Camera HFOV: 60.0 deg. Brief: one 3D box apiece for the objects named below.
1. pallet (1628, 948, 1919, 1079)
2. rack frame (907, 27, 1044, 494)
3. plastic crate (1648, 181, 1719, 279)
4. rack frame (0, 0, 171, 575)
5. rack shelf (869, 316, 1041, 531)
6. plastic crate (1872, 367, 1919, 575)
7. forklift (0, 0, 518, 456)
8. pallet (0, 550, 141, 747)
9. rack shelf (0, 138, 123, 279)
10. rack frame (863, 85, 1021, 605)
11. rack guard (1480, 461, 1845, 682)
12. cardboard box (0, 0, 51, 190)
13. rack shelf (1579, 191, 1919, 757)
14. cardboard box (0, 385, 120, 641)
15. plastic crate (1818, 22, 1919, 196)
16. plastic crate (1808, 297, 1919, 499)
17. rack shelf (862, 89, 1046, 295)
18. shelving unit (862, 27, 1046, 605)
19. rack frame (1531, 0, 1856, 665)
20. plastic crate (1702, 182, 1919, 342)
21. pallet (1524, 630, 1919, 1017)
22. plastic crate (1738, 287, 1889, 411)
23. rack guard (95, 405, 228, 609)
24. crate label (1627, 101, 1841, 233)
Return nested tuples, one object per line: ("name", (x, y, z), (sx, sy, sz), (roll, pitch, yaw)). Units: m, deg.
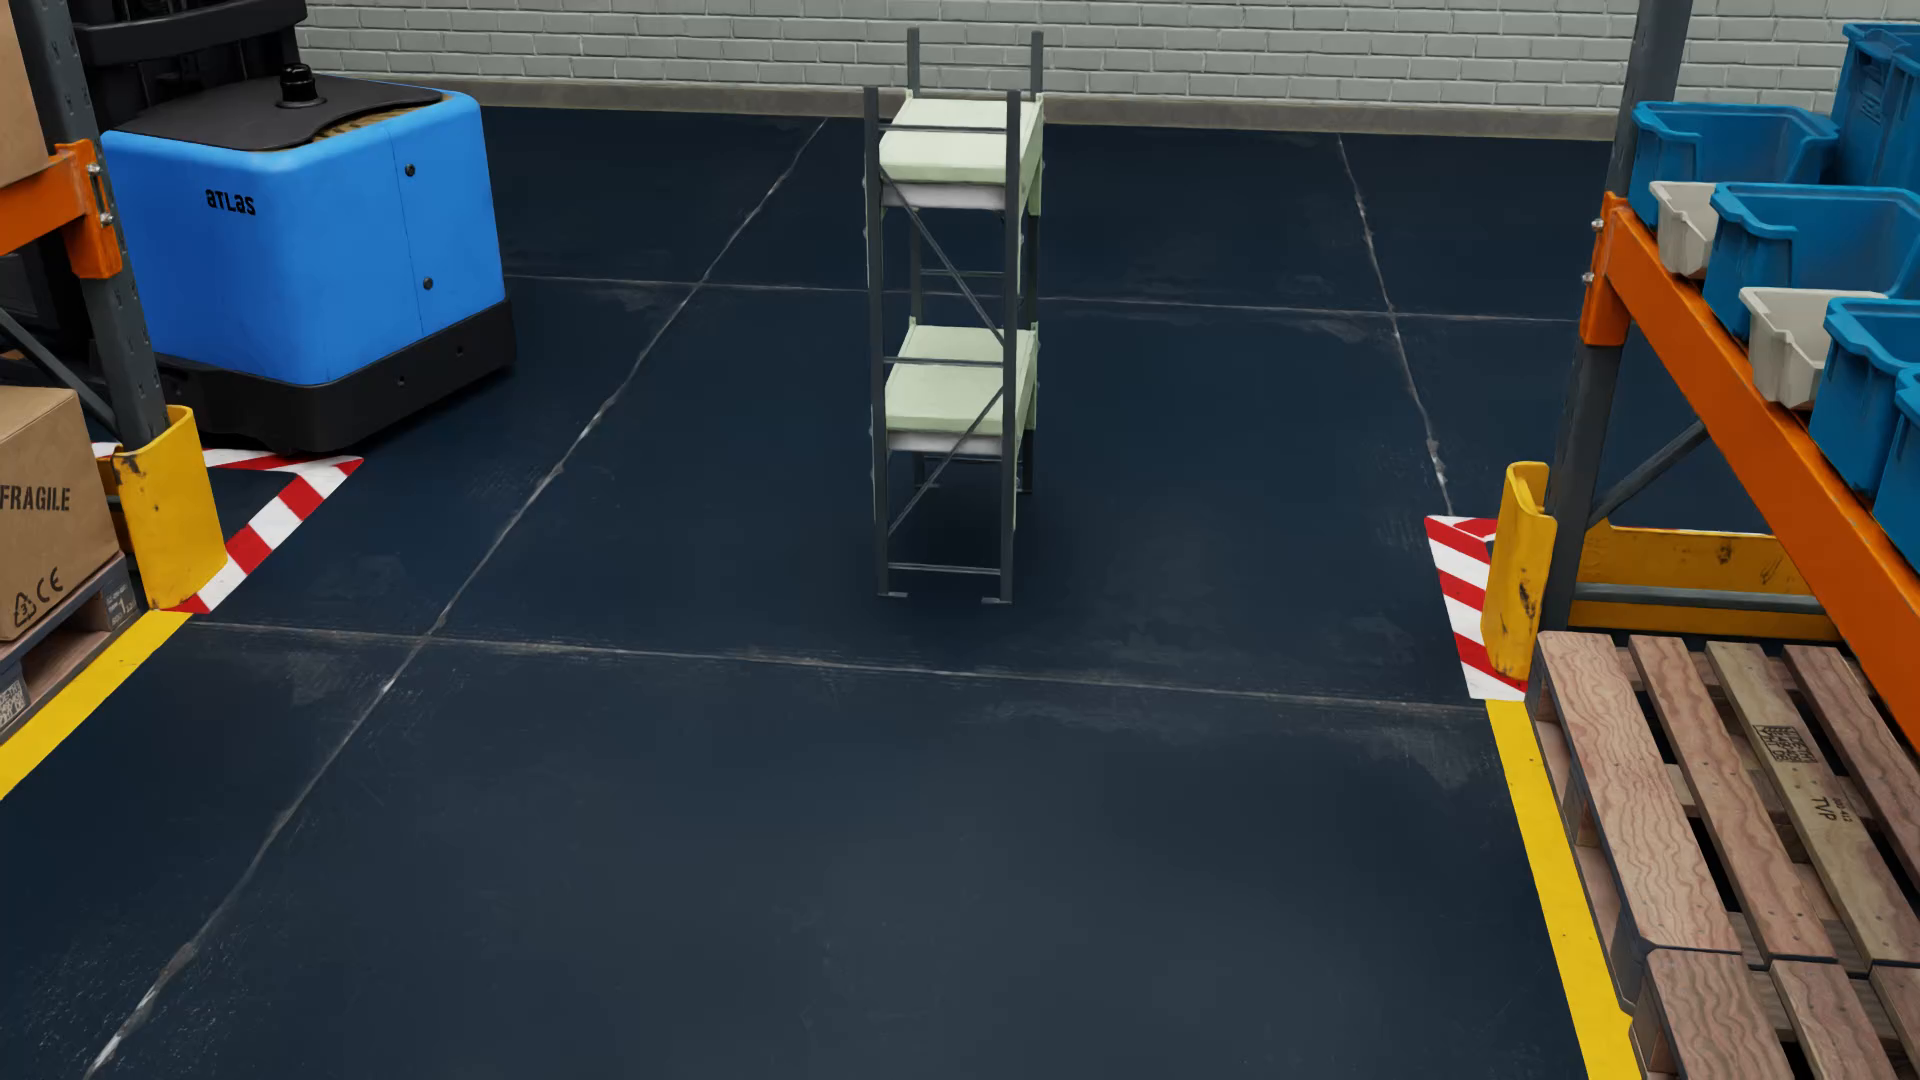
("pallet", (1.783, 1.211, 2.779), (1.003, 0.211, 1.213), (3, 28, 6))
("rack frame", (0.044, -0.829, 5.208), (0.400, 1.500, 0.023), (3, 28, 6))
("plastic crate", (1.597, -0.642, 3.494), (0.250, 0.136, 0.298), (3, 28, 6))
("rack frame", (-2.841, -1.264, 4.434), (1.000, 3.000, 0.127), (3, 28, 6))
("rack shelf", (-0.001, -0.370, 5.043), (0.431, 0.370, 0.720), (3, 28, 6))
("plastic crate", (1.520, -0.069, 2.329), (0.416, 0.233, 0.300), (3, 28, 6))
("forklift", (-3.260, -2.048, 5.961), (3.031, 2.935, 1.130), (13, 31, 23))
("pallet", (-2.947, 0.374, 4.333), (1.003, 0.211, 1.213), (3, 28, 6))
("rack shelf", (-3.086, -0.006, 2.858), (1.077, 0.370, 4.000), (3, 28, 6))
("rack frame", (-0.046, -0.485, 4.569), (0.400, 1.500, 0.023), (3, 28, 6))
("rack guard", (2.065, 0.114, 4.512), (1.175, 0.500, 0.348), (3, 28, 6))
("cardboard box", (-2.625, -1.082, 3.990), (0.500, 0.500, 0.500), (4, 29, 8))
("rack shelf", (1.830, 0.283, 2.320), (1.077, 0.370, 4.000), (3, 28, 6))
("cardboard box", (-2.663, -0.087, 4.421), (0.500, 0.500, 0.500), (3, 28, 6))
("plastic crate", (2.219, -0.848, 3.562), (0.616, 0.435, 0.499), (3, 28, 6))
("plastic crate", (1.557, -0.211, 2.592), (0.416, 0.233, 0.300), (3, 28, 6))
("rack shelf", (-0.001, -1.001, 4.703), (0.431, 0.370, 0.720), (3, 28, 6))
("shelving unit", (-0.001, -0.657, 4.888), (0.431, 1.500, 0.755), (3, 28, 6))
("rack frame", (2.075, -0.975, 3.897), (1.000, 3.000, 0.127), (3, 28, 6))
("plastic crate", (1.637, -0.521, 3.167), (0.416, 0.233, 0.300), (3, 28, 6))
("pallet", (1.935, 0.639, 3.842), (1.003, 0.211, 1.213), (3, 28, 6))
("plastic crate", (1.513, -0.323, 2.901), (0.250, 0.136, 0.298), (3, 28, 6))
("rack guard", (-2.850, -0.128, 4.961), (1.175, 0.500, 0.348), (3, 28, 6))
("crate label", (1.718, -0.830, 3.742), (0.416, 0.233, 0.303), (3, 28, 6))
